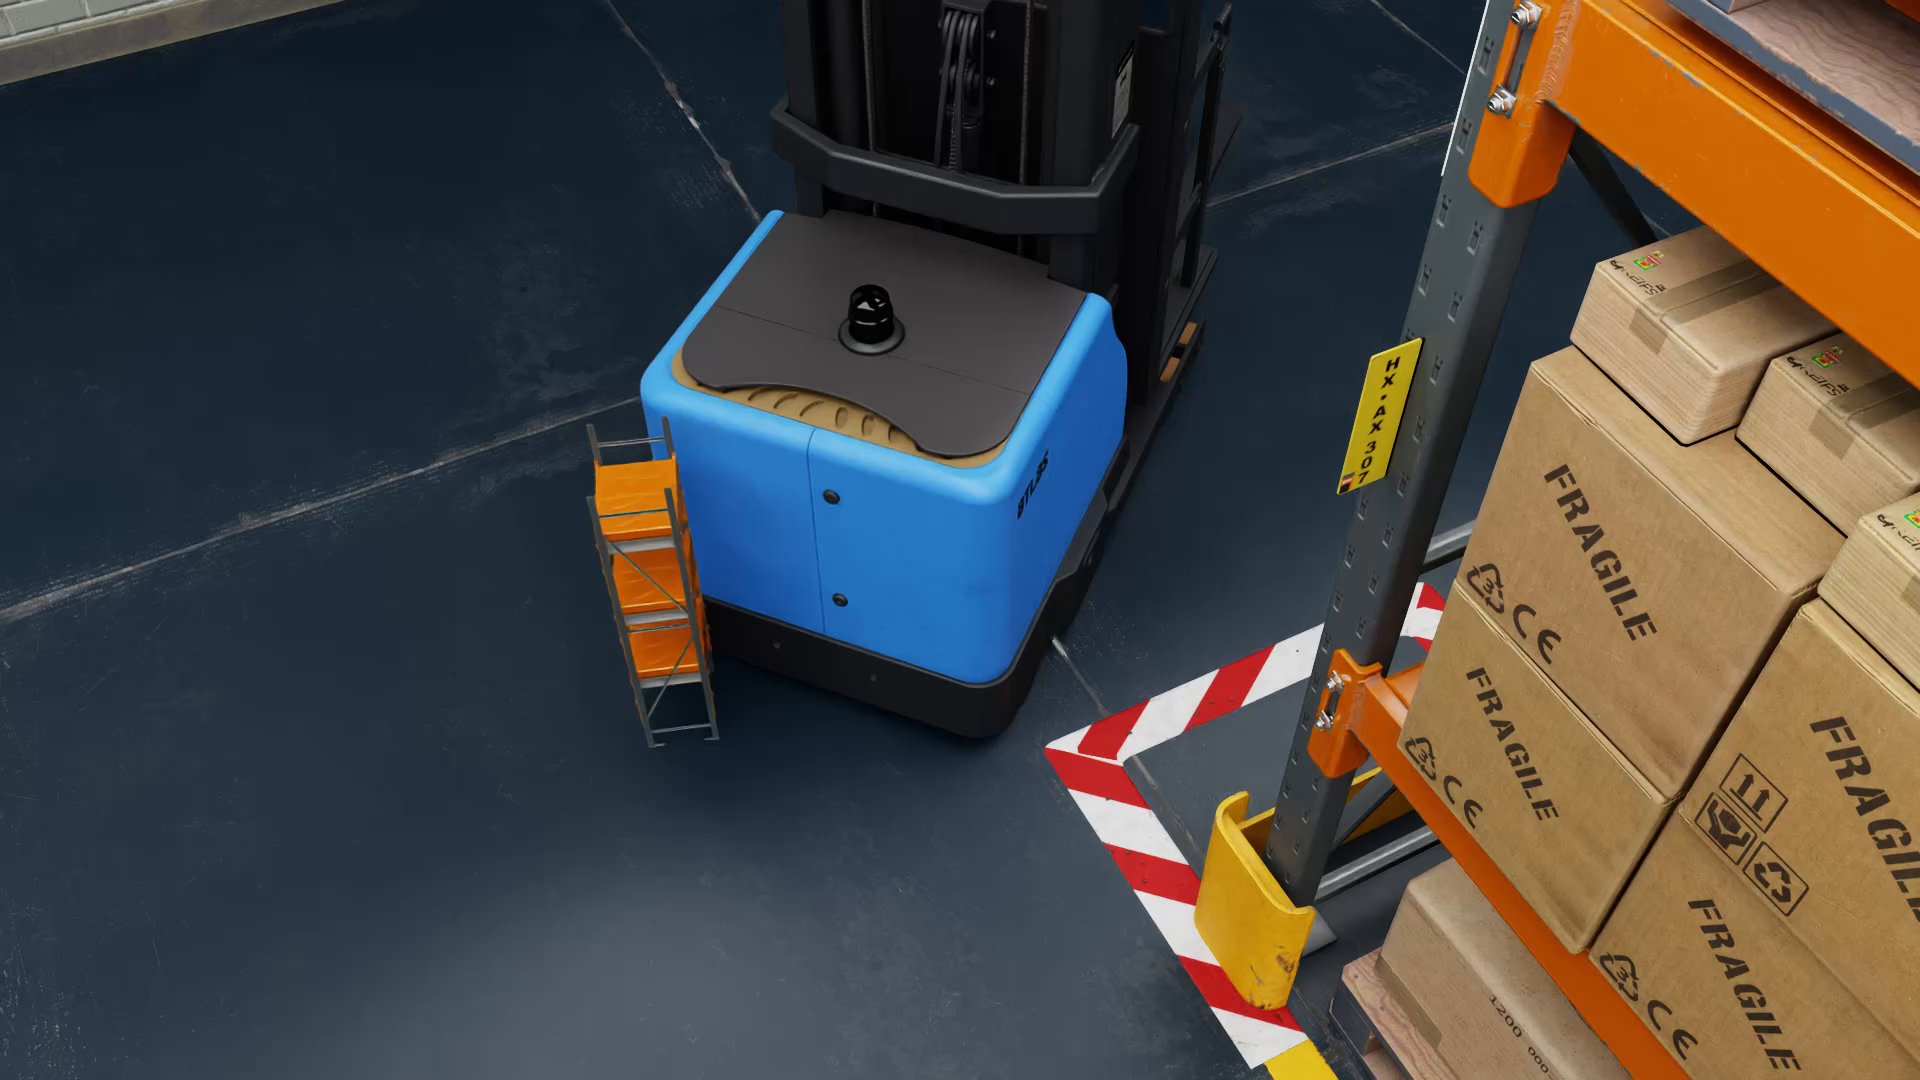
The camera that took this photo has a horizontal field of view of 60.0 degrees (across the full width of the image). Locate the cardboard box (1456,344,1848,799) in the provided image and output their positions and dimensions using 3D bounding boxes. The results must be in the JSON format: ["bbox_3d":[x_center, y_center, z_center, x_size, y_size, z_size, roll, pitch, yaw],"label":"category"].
[{"bbox_3d":[1.168,-0.022,2.546,0.500,0.500,0.500,-22,52,-18],"label":"cardboard box"}]

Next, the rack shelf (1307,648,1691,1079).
[{"bbox_3d":[2.117,1.496,2.427,1.077,0.370,4.000,-21,52,-18],"label":"rack shelf"}]

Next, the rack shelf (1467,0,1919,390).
[{"bbox_3d":[2.117,0.508,1.298,1.077,0.370,4.000,-21,52,-18],"label":"rack shelf"}]

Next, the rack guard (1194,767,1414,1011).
[{"bbox_3d":[1.191,0.727,4.282,1.175,0.500,0.348,-21,52,-18],"label":"rack guard"}]

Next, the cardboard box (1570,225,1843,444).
[{"bbox_3d":[1.118,-0.322,2.377,0.380,0.149,0.250,-20,52,-17],"label":"cardboard box"}]

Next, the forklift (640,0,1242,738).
[{"bbox_3d":[0.200,-1.541,4.650,1.130,2.935,3.031,17,51,15],"label":"forklift"}]

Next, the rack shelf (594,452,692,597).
[{"bbox_3d":[-0.805,-0.037,4.222,0.215,0.259,0.240,-6,49,-5],"label":"rack shelf"}]

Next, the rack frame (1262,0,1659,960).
[{"bbox_3d":[1.202,-0.080,3.327,1.000,3.000,0.127,-21,52,-18],"label":"rack frame"}]

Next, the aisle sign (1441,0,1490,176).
[{"bbox_3d":[0.911,-0.884,2.303,0.394,0.787,0.004,-21,52,-18],"label":"aisle sign"}]

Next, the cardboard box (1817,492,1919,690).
[{"bbox_3d":[1.318,0.042,2.059,0.380,0.149,0.250,-20,52,-16],"label":"cardboard box"}]

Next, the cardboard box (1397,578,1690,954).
[{"bbox_3d":[1.166,0.308,2.922,0.500,0.500,0.500,-22,52,-18],"label":"cardboard box"}]

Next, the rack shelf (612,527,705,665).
[{"bbox_3d":[-0.805,0.149,4.436,0.215,0.259,0.240,-6,49,-5],"label":"rack shelf"}]

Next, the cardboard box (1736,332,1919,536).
[{"bbox_3d":[1.302,-0.171,2.245,0.380,0.149,0.250,-20,52,-17],"label":"cardboard box"}]

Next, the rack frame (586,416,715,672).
[{"bbox_3d":[-0.822,0.051,4.507,0.200,1.050,0.008,-6,49,-5],"label":"rack frame"}]

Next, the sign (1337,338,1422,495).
[{"bbox_3d":[0.706,-0.203,2.807,0.100,0.325,0.005,-21,52,-18],"label":"sign"}]

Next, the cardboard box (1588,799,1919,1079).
[{"bbox_3d":[1.423,0.637,2.634,0.500,0.500,0.500,-22,52,-18],"label":"cardboard box"}]

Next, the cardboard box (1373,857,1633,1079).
[{"bbox_3d":[1.593,1.033,3.777,0.875,0.438,0.875,-23,53,-19],"label":"cardboard box"}]

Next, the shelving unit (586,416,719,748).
[{"bbox_3d":[-0.805,0.142,4.428,0.215,1.050,0.252,-6,49,-5],"label":"shelving unit"}]

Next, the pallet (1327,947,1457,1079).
[{"bbox_3d":[1.637,1.347,3.932,1.003,0.211,1.213,-21,52,-18],"label":"pallet"}]

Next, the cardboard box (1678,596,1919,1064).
[{"bbox_3d":[1.411,0.321,2.246,0.500,0.500,0.500,-22,53,-18],"label":"cardboard box"}]

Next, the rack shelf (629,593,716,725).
[{"bbox_3d":[-0.805,0.332,4.645,0.215,0.259,0.240,-6,49,-5],"label":"rack shelf"}]

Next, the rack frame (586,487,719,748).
[{"bbox_3d":[-0.787,0.233,4.348,0.200,1.050,0.008,-6,49,-5],"label":"rack frame"}]
